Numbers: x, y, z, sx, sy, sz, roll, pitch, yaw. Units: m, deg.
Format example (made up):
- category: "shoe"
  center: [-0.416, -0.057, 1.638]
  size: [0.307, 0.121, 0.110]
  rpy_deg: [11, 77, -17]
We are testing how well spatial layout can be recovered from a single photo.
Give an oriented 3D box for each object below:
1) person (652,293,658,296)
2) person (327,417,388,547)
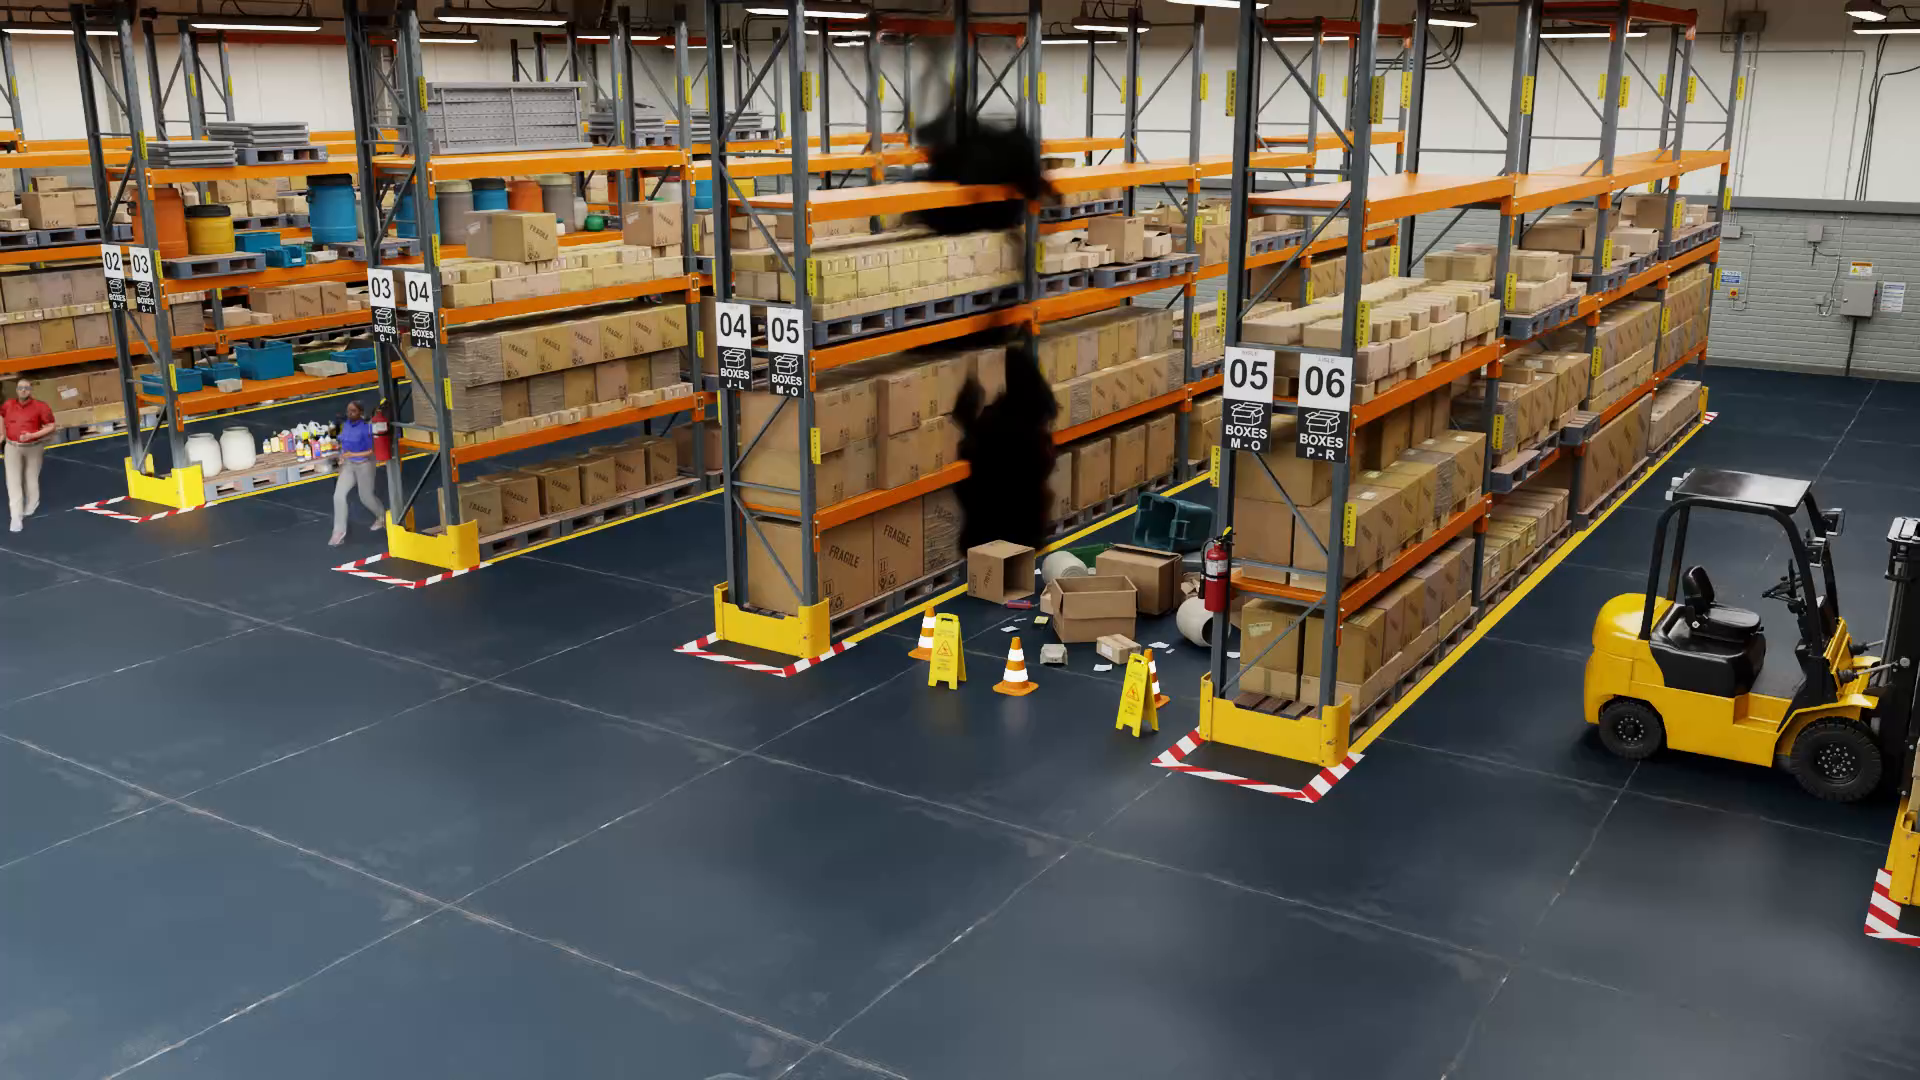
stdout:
- category: "person"
  center: [-5.782, -4.621, 32.727]
  size: [0.567, 1.628, 0.549]
  rpy_deg: [9, 18, 29]
- category: "person"
  center: [-6.845, -0.692, 19.086]
  size: [0.550, 1.487, 0.854]
  rpy_deg: [7, 17, 23]
